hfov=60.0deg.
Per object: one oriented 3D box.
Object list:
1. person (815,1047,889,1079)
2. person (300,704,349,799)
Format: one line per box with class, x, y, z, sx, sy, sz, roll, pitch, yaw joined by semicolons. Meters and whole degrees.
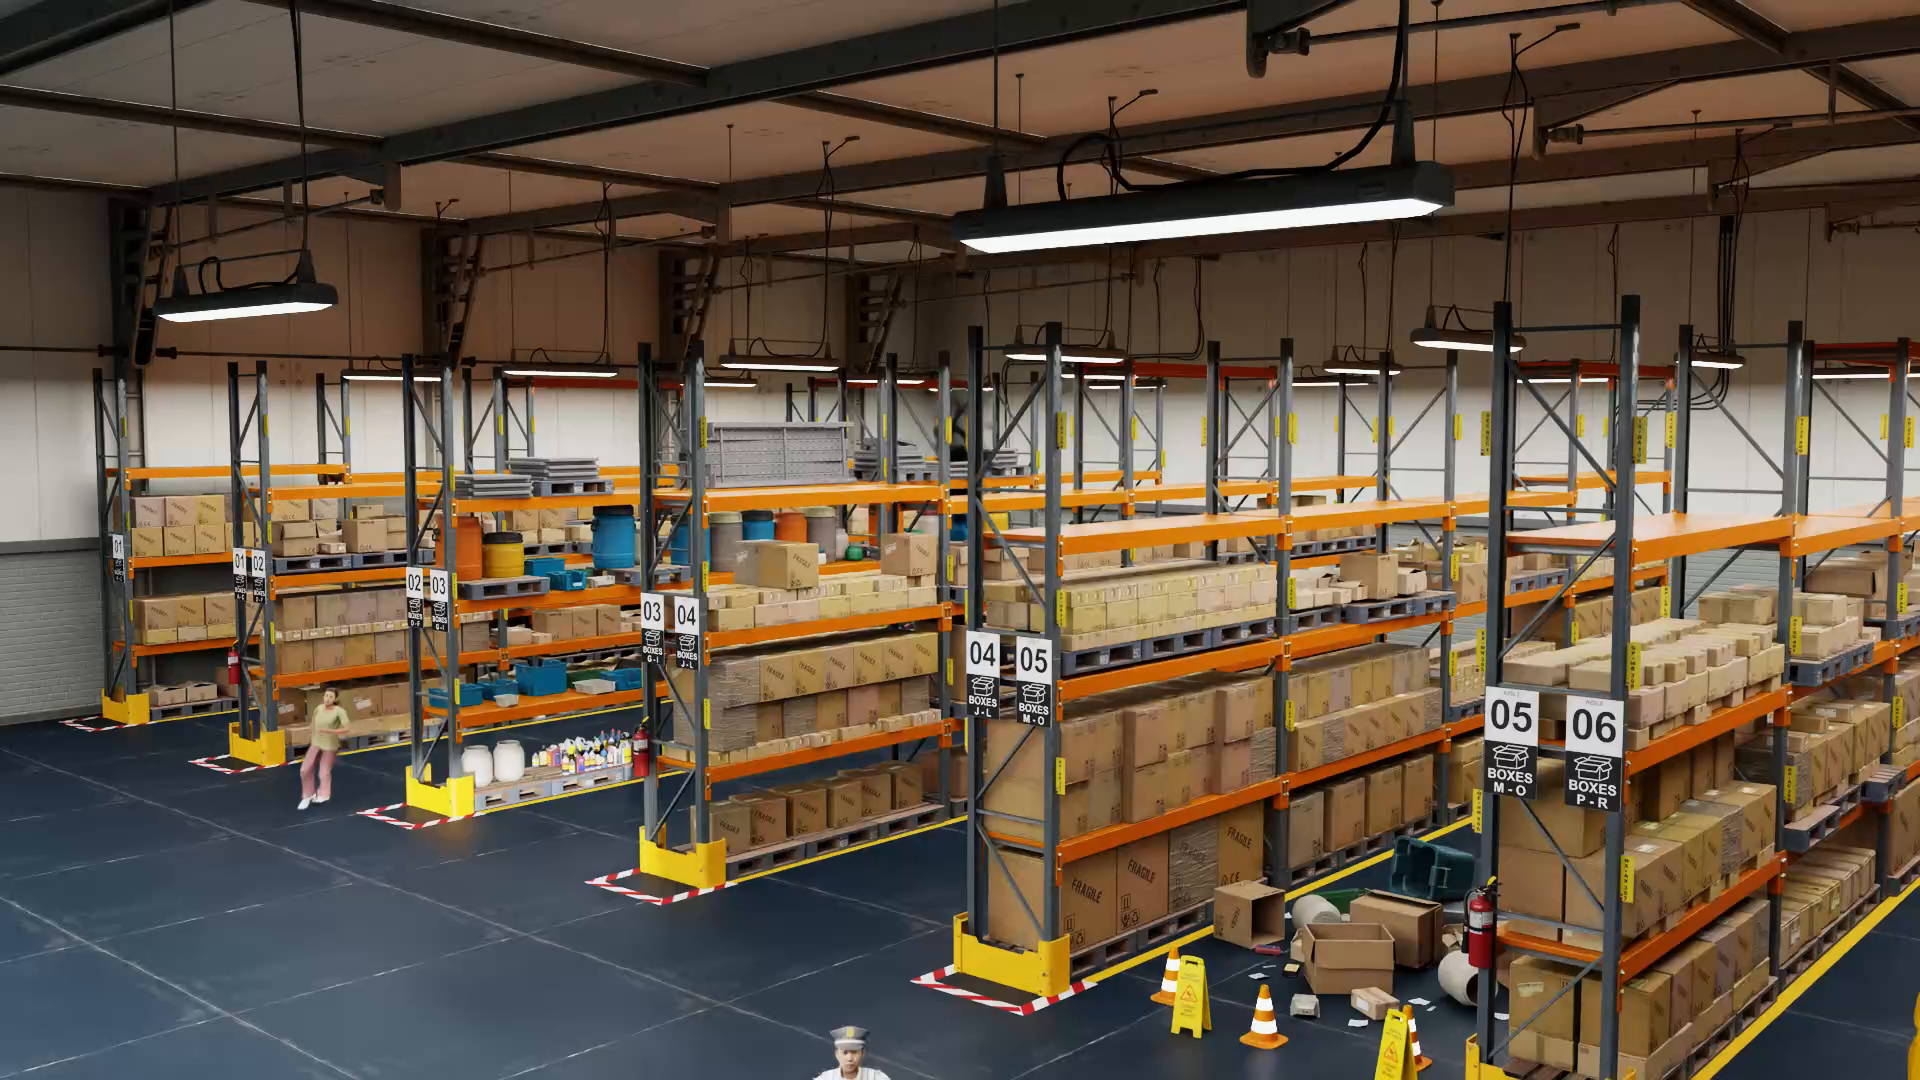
person;-0.626;3.656;9.690;0.612;1.611;0.530;0;4;-1
person;-8.361;2.815;21.994;0.627;1.306;0.642;0;4;5
